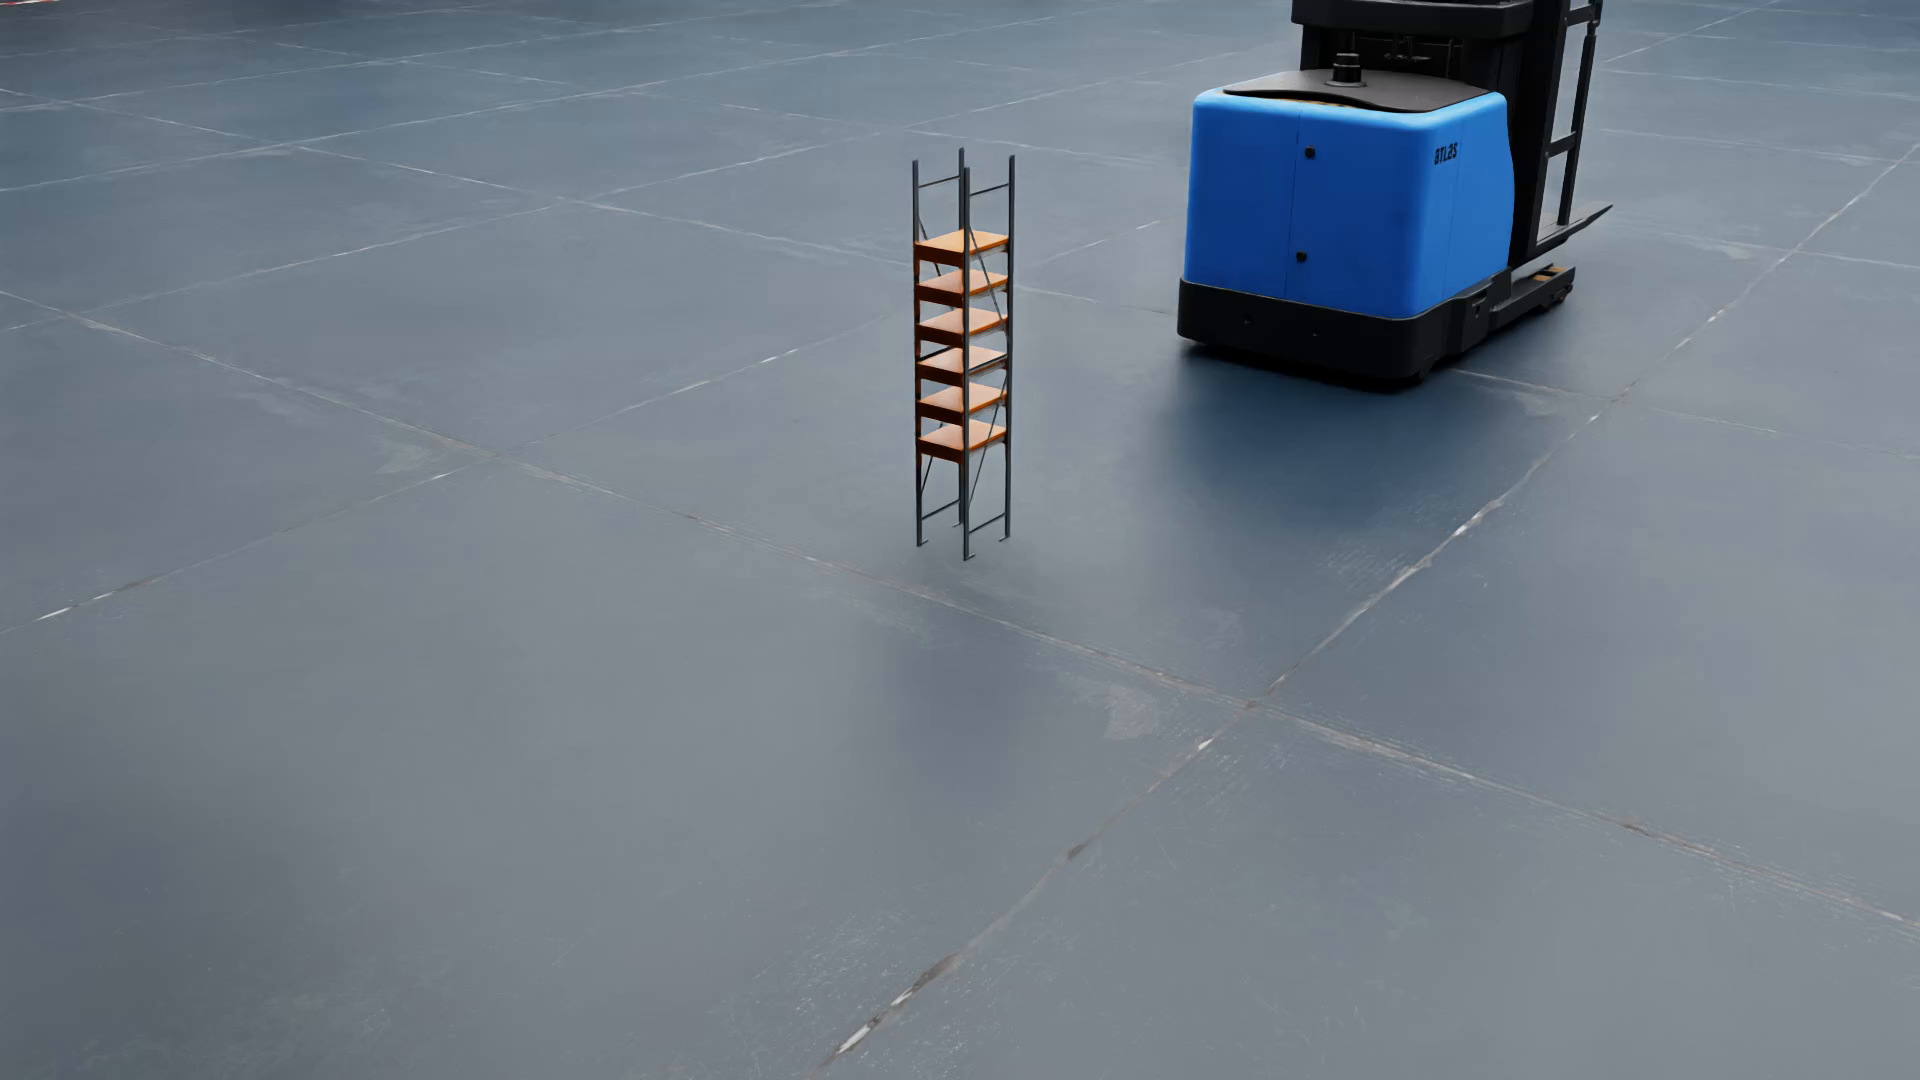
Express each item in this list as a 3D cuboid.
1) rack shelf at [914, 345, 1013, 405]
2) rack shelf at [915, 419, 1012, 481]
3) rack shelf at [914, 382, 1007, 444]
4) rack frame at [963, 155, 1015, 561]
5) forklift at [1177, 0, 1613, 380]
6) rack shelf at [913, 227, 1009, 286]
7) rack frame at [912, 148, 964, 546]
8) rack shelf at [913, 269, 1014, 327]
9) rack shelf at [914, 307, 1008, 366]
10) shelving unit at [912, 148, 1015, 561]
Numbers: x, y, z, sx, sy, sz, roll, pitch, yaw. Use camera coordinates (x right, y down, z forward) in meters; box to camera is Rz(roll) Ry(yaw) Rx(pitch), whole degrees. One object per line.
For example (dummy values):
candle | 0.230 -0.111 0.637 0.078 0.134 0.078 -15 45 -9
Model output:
rack shelf | 0.012 -0.505 5.018 0.180 0.103 0.258 17 29 33
rack shelf | 0.012 -0.285 5.115 0.180 0.103 0.258 17 29 33
rack shelf | 0.012 -0.395 5.066 0.180 0.103 0.258 17 29 33
rack frame | 0.085 -0.523 4.950 0.006 1.200 0.240 17 29 33
forklift | 2.221 -2.499 7.287 1.130 2.935 3.031 17 29 34
rack shelf | 0.012 -0.834 4.873 0.180 0.103 0.258 17 29 33
rack frame | -0.062 -0.568 5.050 0.006 1.200 0.240 17 29 33
rack shelf | 0.012 -0.725 4.921 0.180 0.103 0.258 17 29 33
rack shelf | 0.012 -0.615 4.970 0.180 0.103 0.258 17 29 33
shelving unit | 0.012 -0.546 5.000 0.189 1.200 0.258 17 29 33
